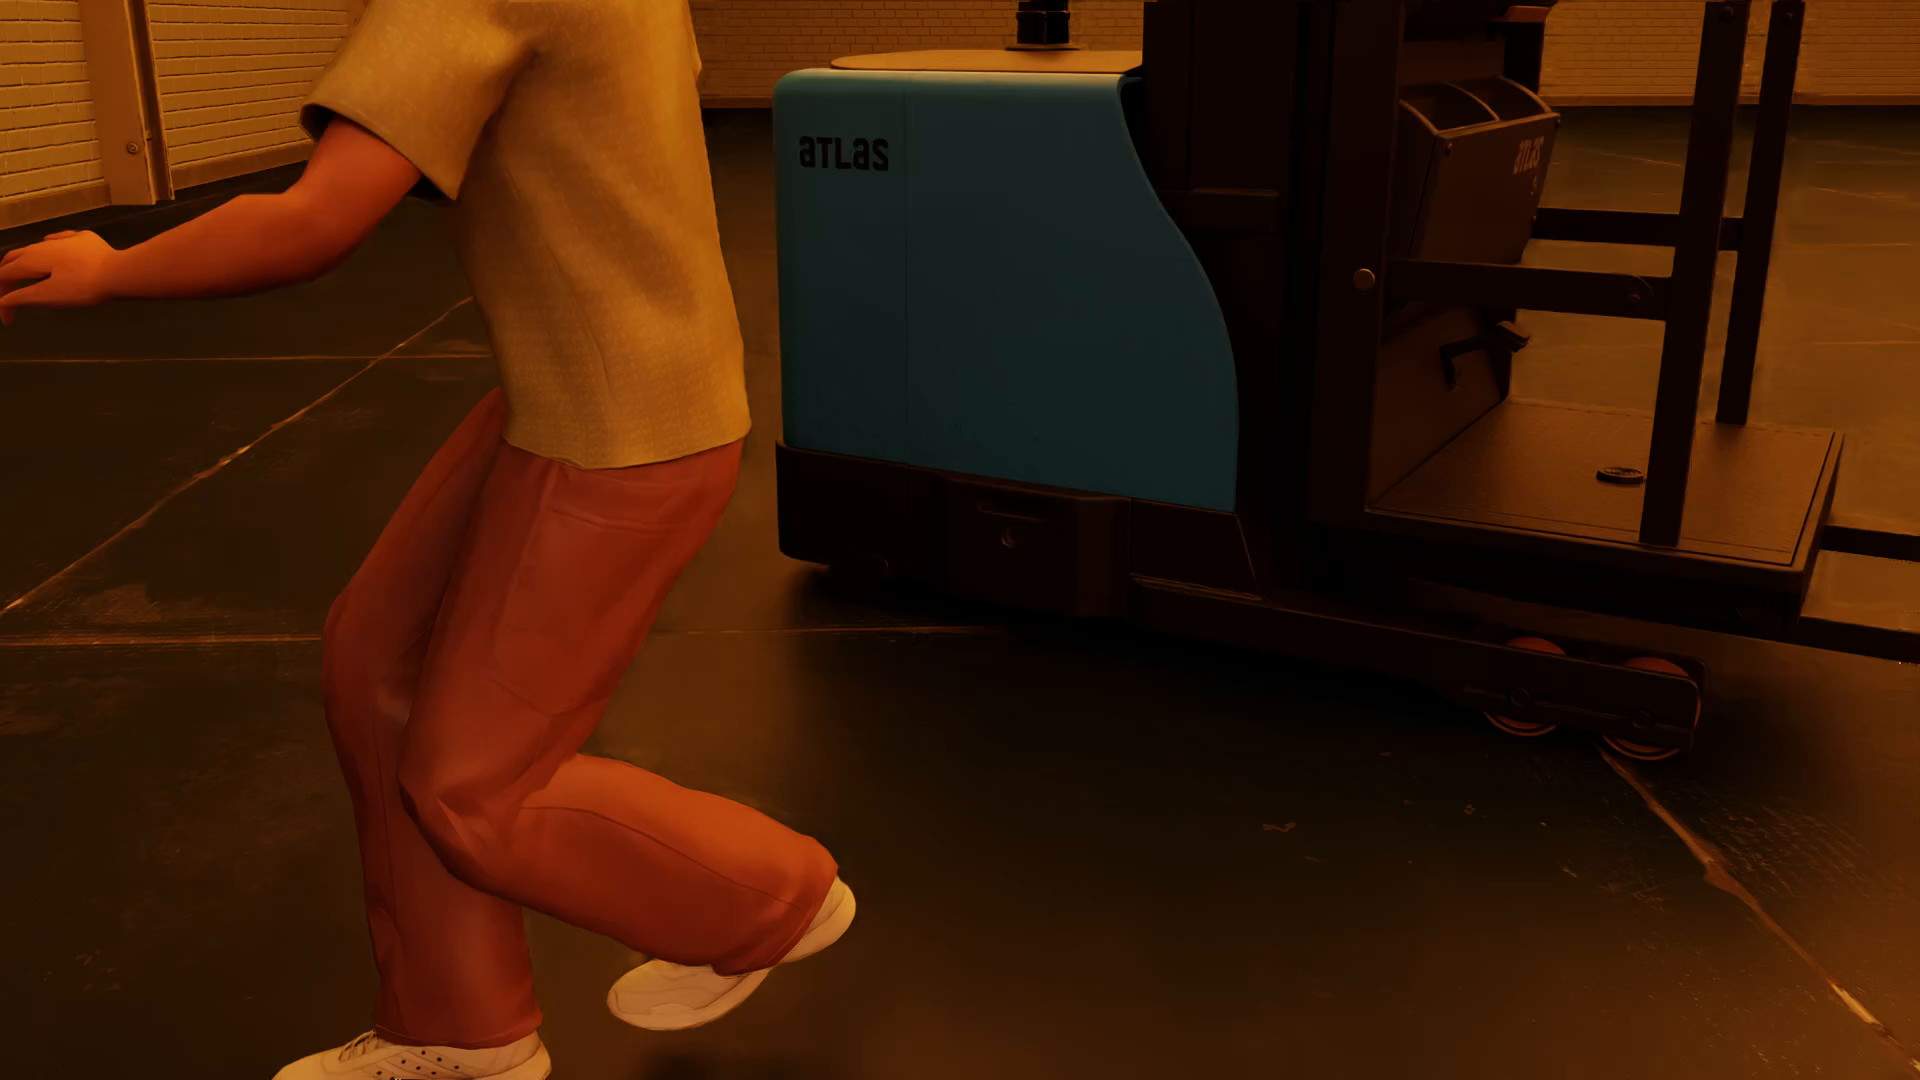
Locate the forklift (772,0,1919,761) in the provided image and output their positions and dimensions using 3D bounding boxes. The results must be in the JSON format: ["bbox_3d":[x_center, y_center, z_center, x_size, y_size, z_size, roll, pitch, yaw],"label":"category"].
[{"bbox_3d":[1.141,-1.217,2.885,3.031,2.935,1.130,10,19,29],"label":"forklift"}]

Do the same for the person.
[{"bbox_3d":[-0.515,-0.142,1.767,0.786,1.542,0.794,-3,17,-9],"label":"person"}]
